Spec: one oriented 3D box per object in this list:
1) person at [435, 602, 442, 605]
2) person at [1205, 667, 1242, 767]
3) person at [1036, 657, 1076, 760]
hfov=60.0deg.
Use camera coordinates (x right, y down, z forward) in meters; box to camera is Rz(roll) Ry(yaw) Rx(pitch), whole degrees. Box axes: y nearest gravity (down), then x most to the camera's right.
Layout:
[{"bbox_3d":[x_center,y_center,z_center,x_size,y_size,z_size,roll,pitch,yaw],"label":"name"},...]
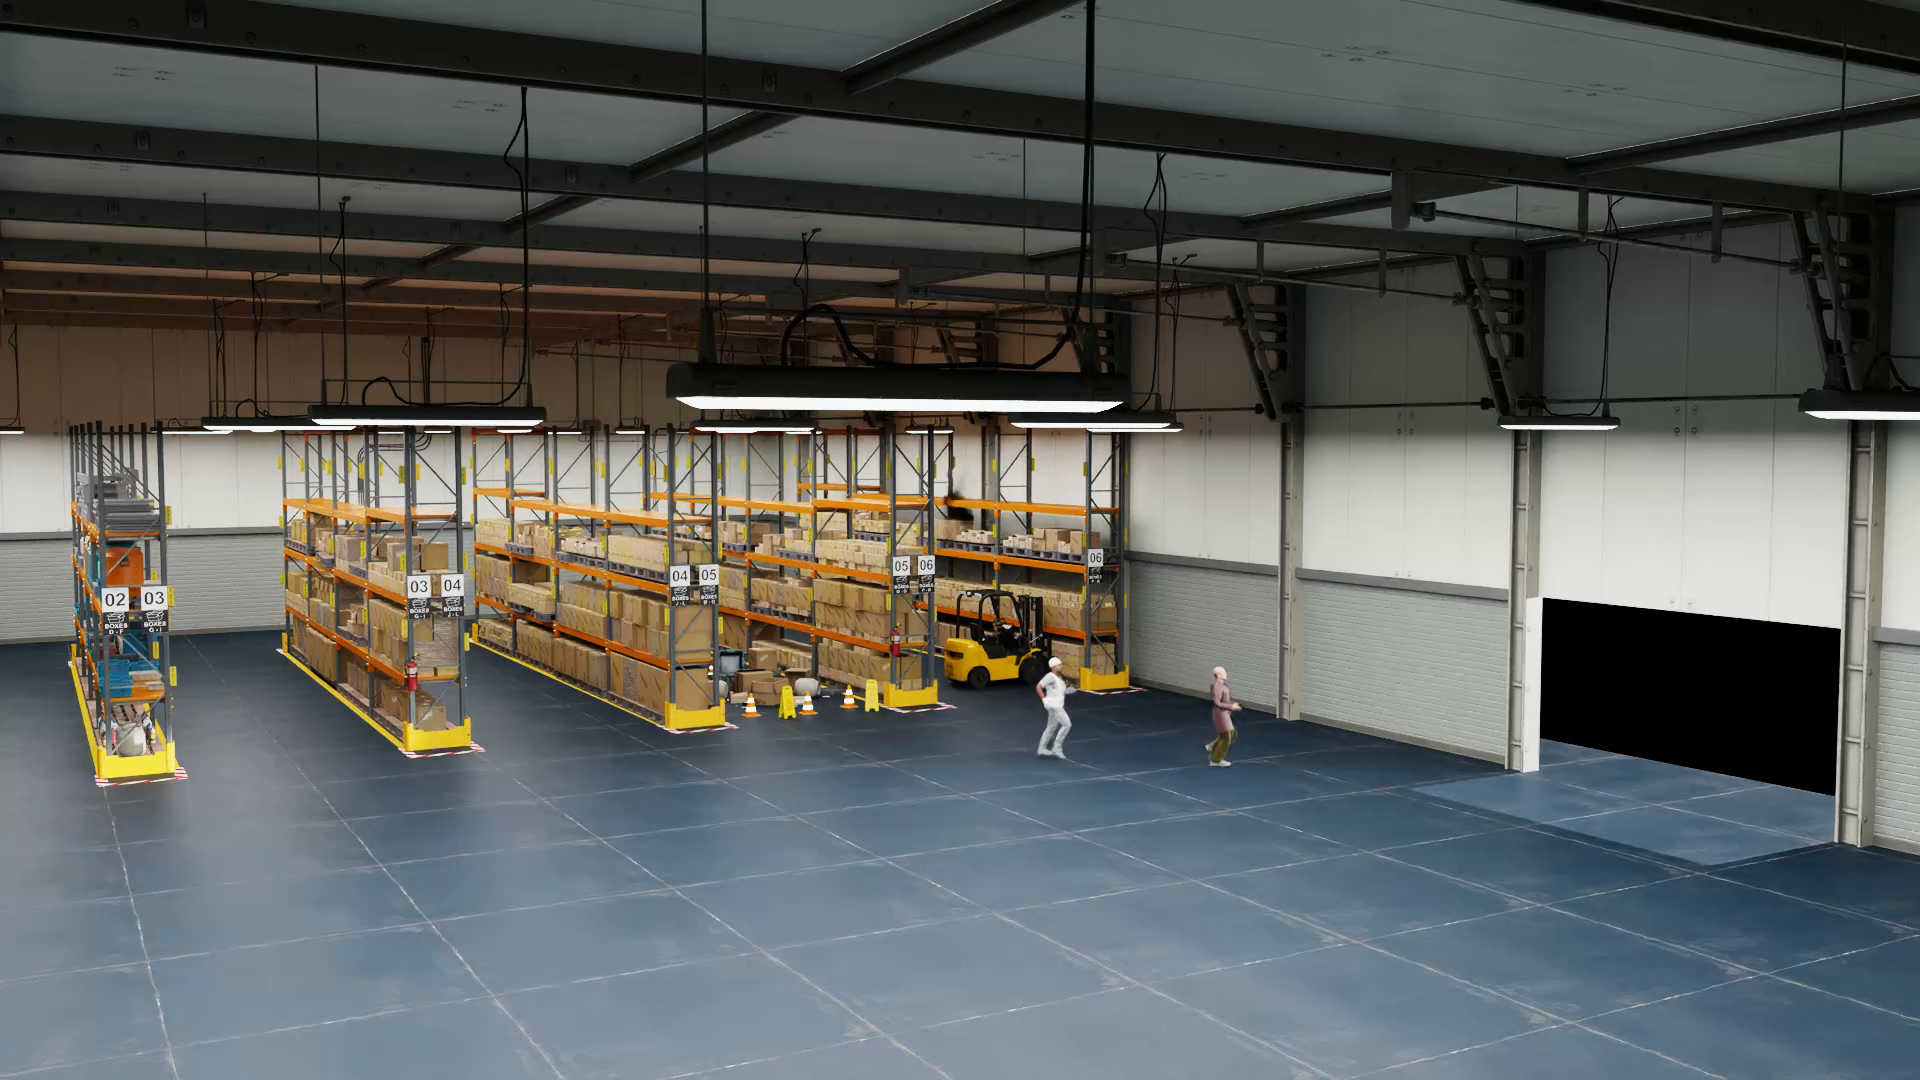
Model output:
[{"bbox_3d":[-13.931,2.191,44.621,0.600,1.591,0.593,-1,4,-22],"label":"person"},{"bbox_3d":[4.581,3.064,28.865,0.649,1.730,0.702,1,4,12],"label":"person"},{"bbox_3d":[1.724,3.001,29.632,0.694,1.815,0.669,1,4,11],"label":"person"}]
